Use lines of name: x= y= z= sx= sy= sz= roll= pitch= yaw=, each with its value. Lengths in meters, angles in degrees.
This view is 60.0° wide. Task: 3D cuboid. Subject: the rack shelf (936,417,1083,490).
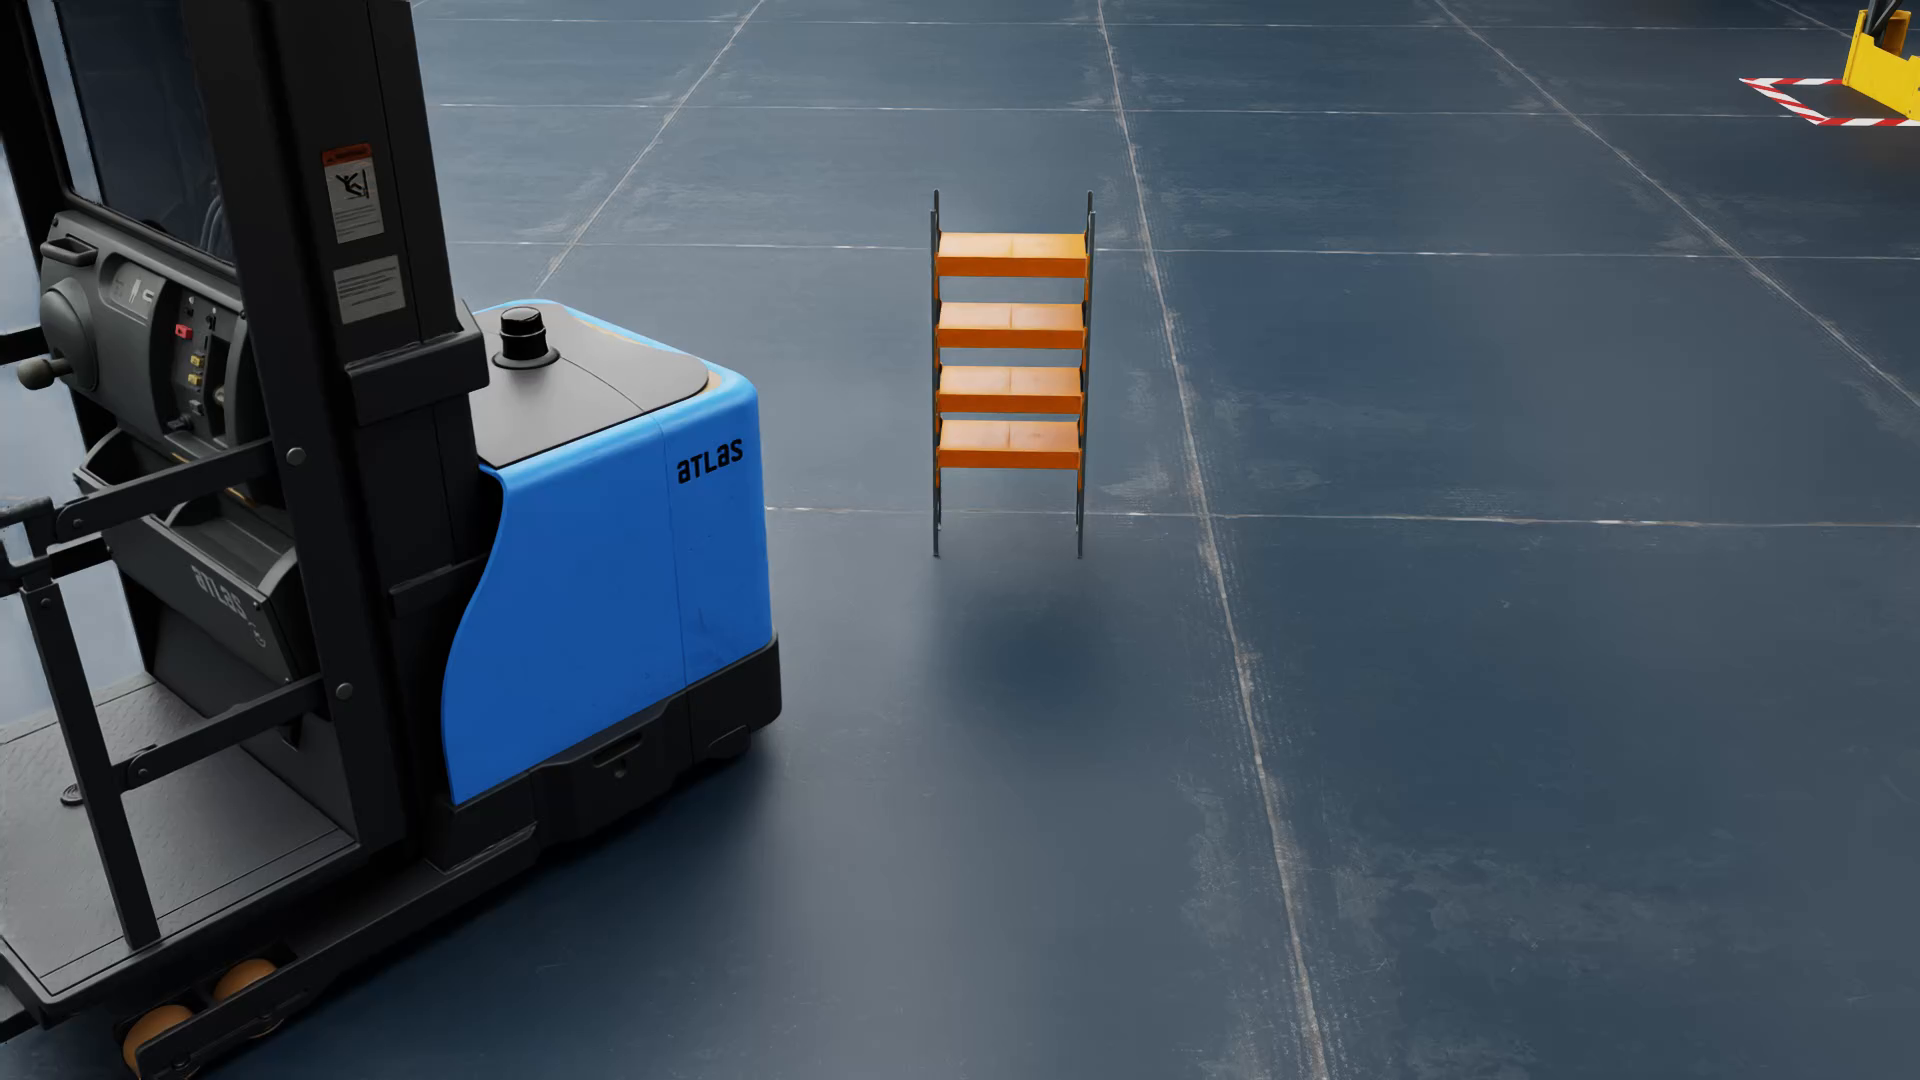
rack shelf: x=0.165 y=-0.293 z=5.588 sx=0.480 sy=0.148 sz=0.258 roll=1 pitch=28 yaw=2

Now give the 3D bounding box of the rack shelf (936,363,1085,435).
rack shelf: x=0.165 y=-0.468 z=5.495 sx=0.480 sy=0.148 sz=0.258 roll=1 pitch=28 yaw=2

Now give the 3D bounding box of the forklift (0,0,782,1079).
forklift: x=-1.867 y=-0.400 z=3.374 sx=1.130 sy=2.935 sz=3.031 roll=23 pitch=36 yaw=37

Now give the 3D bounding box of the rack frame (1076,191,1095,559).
rack frame: x=0.409 y=-0.523 z=5.456 sx=0.015 sy=1.200 sz=0.240 roll=1 pitch=28 yaw=2

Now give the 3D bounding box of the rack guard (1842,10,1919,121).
rack guard: x=6.480 y=-3.244 z=11.336 sx=0.348 sy=0.500 sz=1.175 roll=1 pitch=28 yaw=2

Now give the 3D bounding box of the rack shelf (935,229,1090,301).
rack shelf: x=0.165 y=-0.875 z=5.280 sx=0.480 sy=0.148 sz=0.258 roll=1 pitch=28 yaw=2

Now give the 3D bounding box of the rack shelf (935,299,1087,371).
rack shelf: x=0.165 y=-0.666 z=5.391 sx=0.480 sy=0.148 sz=0.258 roll=1 pitch=28 yaw=2

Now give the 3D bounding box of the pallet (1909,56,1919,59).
pallet: x=7.290 y=-3.087 z=11.347 sx=1.213 sy=0.211 sz=1.003 roll=1 pitch=28 yaw=2

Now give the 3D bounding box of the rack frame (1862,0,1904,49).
rack frame: x=6.404 y=-4.350 z=10.753 sx=0.127 sy=3.000 sz=1.000 roll=1 pitch=28 yaw=2

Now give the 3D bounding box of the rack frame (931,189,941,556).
rack frame: x=-0.078 y=-0.531 z=5.471 sx=0.015 sy=1.200 sz=0.240 roll=1 pitch=28 yaw=2

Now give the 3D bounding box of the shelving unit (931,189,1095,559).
shelving unit: x=0.165 y=-0.527 z=5.464 sx=0.503 sy=1.200 sz=0.258 roll=1 pitch=28 yaw=2
